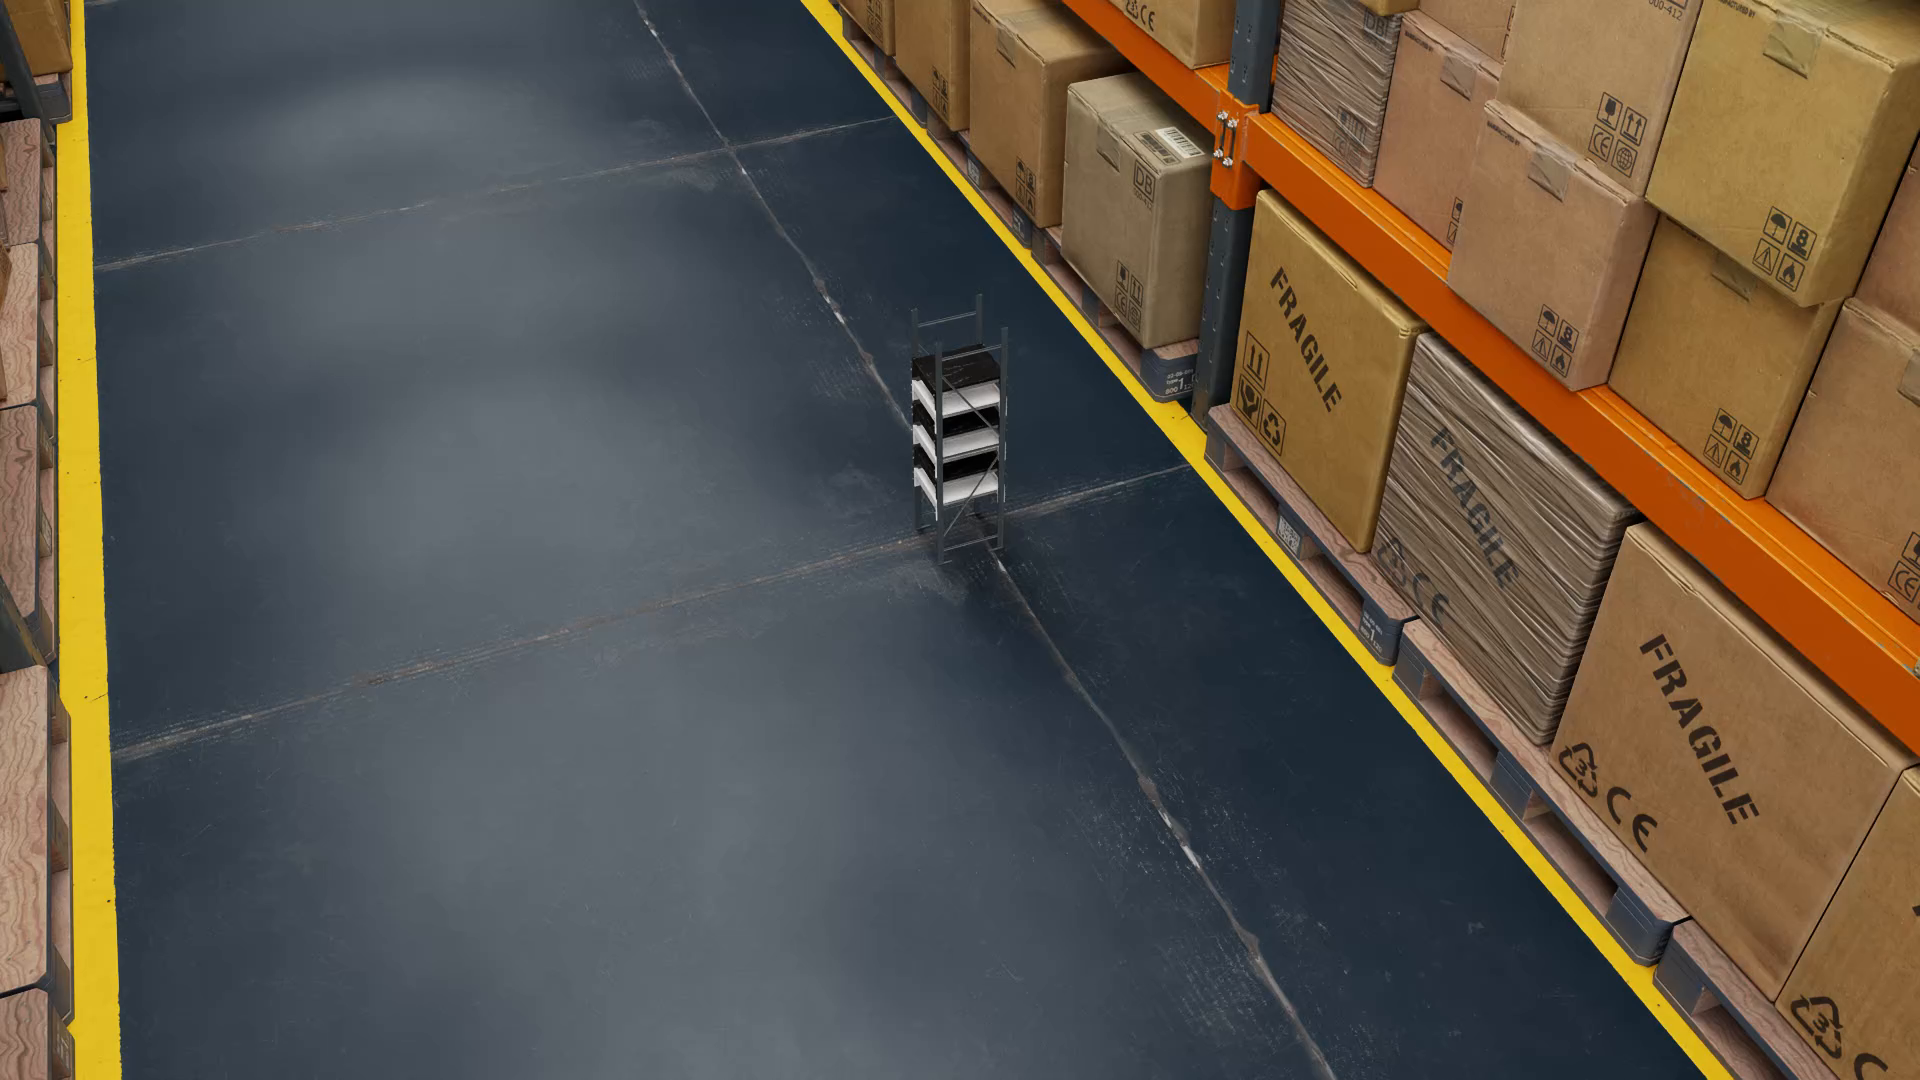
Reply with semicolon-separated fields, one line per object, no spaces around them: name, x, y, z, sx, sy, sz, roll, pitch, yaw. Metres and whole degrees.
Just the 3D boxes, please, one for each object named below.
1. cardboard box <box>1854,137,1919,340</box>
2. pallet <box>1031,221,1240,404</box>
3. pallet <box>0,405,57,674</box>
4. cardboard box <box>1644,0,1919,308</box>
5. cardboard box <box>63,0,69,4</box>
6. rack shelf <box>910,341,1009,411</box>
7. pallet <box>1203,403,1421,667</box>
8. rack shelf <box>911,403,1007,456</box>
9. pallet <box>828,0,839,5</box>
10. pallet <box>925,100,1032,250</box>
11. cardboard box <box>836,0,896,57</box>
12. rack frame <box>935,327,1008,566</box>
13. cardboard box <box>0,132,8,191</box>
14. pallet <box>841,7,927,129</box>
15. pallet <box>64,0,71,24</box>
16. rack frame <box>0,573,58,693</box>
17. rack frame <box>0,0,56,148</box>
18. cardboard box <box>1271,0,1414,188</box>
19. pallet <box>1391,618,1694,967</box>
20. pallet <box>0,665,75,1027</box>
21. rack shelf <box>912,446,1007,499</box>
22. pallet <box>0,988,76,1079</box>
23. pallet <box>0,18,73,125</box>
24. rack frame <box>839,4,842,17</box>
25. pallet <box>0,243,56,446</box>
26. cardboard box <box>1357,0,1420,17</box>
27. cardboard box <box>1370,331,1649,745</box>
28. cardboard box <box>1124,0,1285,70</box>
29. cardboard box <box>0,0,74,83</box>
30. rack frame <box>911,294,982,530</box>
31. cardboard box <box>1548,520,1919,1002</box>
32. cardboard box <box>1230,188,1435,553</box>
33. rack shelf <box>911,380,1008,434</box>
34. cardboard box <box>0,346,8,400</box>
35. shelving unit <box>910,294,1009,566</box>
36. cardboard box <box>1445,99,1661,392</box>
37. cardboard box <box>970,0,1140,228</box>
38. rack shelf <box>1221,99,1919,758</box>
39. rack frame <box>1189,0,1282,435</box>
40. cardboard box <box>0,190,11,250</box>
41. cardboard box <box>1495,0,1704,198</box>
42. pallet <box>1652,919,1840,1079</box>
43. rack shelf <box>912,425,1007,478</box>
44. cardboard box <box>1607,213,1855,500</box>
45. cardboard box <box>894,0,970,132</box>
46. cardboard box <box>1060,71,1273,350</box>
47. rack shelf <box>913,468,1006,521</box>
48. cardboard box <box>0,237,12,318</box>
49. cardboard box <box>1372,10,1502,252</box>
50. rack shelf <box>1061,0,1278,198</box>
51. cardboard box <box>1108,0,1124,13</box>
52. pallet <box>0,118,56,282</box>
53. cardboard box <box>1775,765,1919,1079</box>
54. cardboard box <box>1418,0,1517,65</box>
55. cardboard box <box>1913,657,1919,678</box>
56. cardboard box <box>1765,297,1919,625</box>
cardboard box;2.394;-0.662;3.276;0.875;0.550;0.550;-15;43;-17
pallet;0.989;-1.081;6.845;1.003;0.211;1.213;-15;43;-17
pallet;-3.566;0.073;5.503;1.003;0.211;1.213;-15;43;-17
cardboard box;2.071;-0.949;3.609;0.875;0.550;0.500;-15;43;-17
cardboard box;-5.376;-3.239;8.523;1.225;0.875;0.875;-15;43;-17
rack shelf;-0.003;-0.526;5.308;0.258;0.077;0.200;-15;43;-17
pallet;1.573;-0.157;5.771;1.003;0.211;1.213;-15;43;-17
rack shelf;-0.003;-0.389;5.425;0.258;0.077;0.200;-15;43;-17
pallet;-0.474;-3.516;9.676;1.003;0.211;1.213;-15;43;-17
pallet;0.519;-1.817;7.701;1.003;0.211;1.213;-15;43;-17
cardboard box;-0.026;-3.019;8.363;1.050;0.750;0.750;-16;43;-17
rack frame;0.036;-0.285;5.391;0.240;0.900;0.006;-15;43;-17
cardboard box;-4.523;-1.746;7.059;0.700;0.500;0.500;-17;44;-19
pallet;0.056;-2.551;8.554;1.003;0.211;1.213;-15;43;-17
pallet;-5.492;-3.096;9.188;1.003;0.211;1.213;-15;43;-17
rack frame;-3.267;-0.516;4.049;1.000;3.000;0.127;-15;43;-17
rack frame;-4.797;-2.925;6.851;1.000;3.000;0.127;-15;43;-17
cardboard box;1.506;-1.530;5.113;0.875;0.550;0.550;-15;43;-17
pallet;2.044;0.579;4.915;1.003;0.211;1.213;-15;43;-17
pallet;-2.977;0.937;4.498;1.003;0.211;1.213;-15;43;-17
rack shelf;-0.003;-0.253;5.543;0.258;0.077;0.200;-15;43;-17
pallet;-2.507;1.673;3.642;1.003;0.211;1.213;-15;43;-17
pallet;-5.030;-2.362;8.335;1.003;0.211;1.213;-15;43;-17
rack frame;-0.176;-4.102;8.219;1.000;3.000;0.127;-15;43;-17
pallet;-4.037;-0.663;6.359;1.003;0.211;1.213;-15;43;-17
cardboard box;1.464;-1.928;4.748;0.875;0.550;0.550;-15;43;-17
cardboard box;1.879;-0.107;4.882;0.875;0.875;0.875;-15;43;-17
cardboard box;0.908;-1.978;5.673;0.500;0.500;0.500;-15;43;-17
cardboard box;-5.042;-2.700;7.897;1.225;0.875;0.875;-17;44;-19
rack frame;-0.042;-0.407;5.534;0.240;0.900;0.006;-15;43;-17
cardboard box;2.226;0.442;4.243;0.875;0.875;0.875;-16;43;-18
cardboard box;1.530;-0.650;5.512;0.875;0.875;0.875;-14;43;-16
rack shelf;-0.003;-0.457;5.367;0.258;0.077;0.200;-15;43;-17
cardboard box;-3.862;-0.739;5.888;0.700;0.500;0.500;-19;44;-20
shelving unit;-0.003;-0.346;5.462;0.258;0.900;0.210;-15;43;-17
cardboard box;1.836;-0.850;4.322;0.875;0.550;0.550;-15;43;-17
cardboard box;0.668;-1.932;7.099;1.050;0.750;0.750;-15;43;-17
rack shelf;2.119;-0.215;4.251;1.077;0.370;4.000;-15;43;-17
rack frame;1.354;-1.692;5.417;1.000;3.000;0.127;-15;43;-17
cardboard box;-4.299;-1.415;6.674;0.700;0.500;0.500;-19;44;-20
cardboard box;1.861;-1.266;3.978;0.875;0.550;0.550;-15;43;-17
pallet;2.506;1.313;4.062;1.003;0.211;1.213;-15;43;-17
rack shelf;-0.003;-0.321;5.484;0.258;0.077;0.200;-15;43;-17
cardboard box;2.131;-0.555;3.980;0.875;0.550;0.500;-15;43;-17
cardboard box;0.311;-2.493;7.752;1.050;0.750;0.750;-14;43;-16
cardboard box;1.034;-1.350;6.423;1.050;0.750;0.750;-15;43;-17
rack shelf;-0.003;-0.184;5.601;0.258;0.077;0.200;-15;43;-17
cardboard box;-4.075;-1.075;6.279;0.700;0.500;0.500;-12;42;-13
cardboard box;1.738;-1.204;4.735;0.875;0.550;0.550;-15;43;-17
rack shelf;0.589;-2.624;7.053;1.077;0.370;4.000;-15;43;-17
cardboard box;0.714;-2.282;6.027;0.500;0.500;0.500;-16;43;-17
pallet;-4.500;-1.397;7.213;1.003;0.211;1.213;-15;43;-17
cardboard box;2.564;0.972;3.627;0.875;0.875;0.875;-15;43;-17
cardboard box;1.781;-1.625;4.396;0.875;0.550;0.550;-15;43;-17
cardboard box;2.470;0.122;3.192;0.875;0.550;0.550;-15;43;-17
cardboard box;2.372;-0.246;3.621;0.875;0.550;0.550;-15;43;-17
